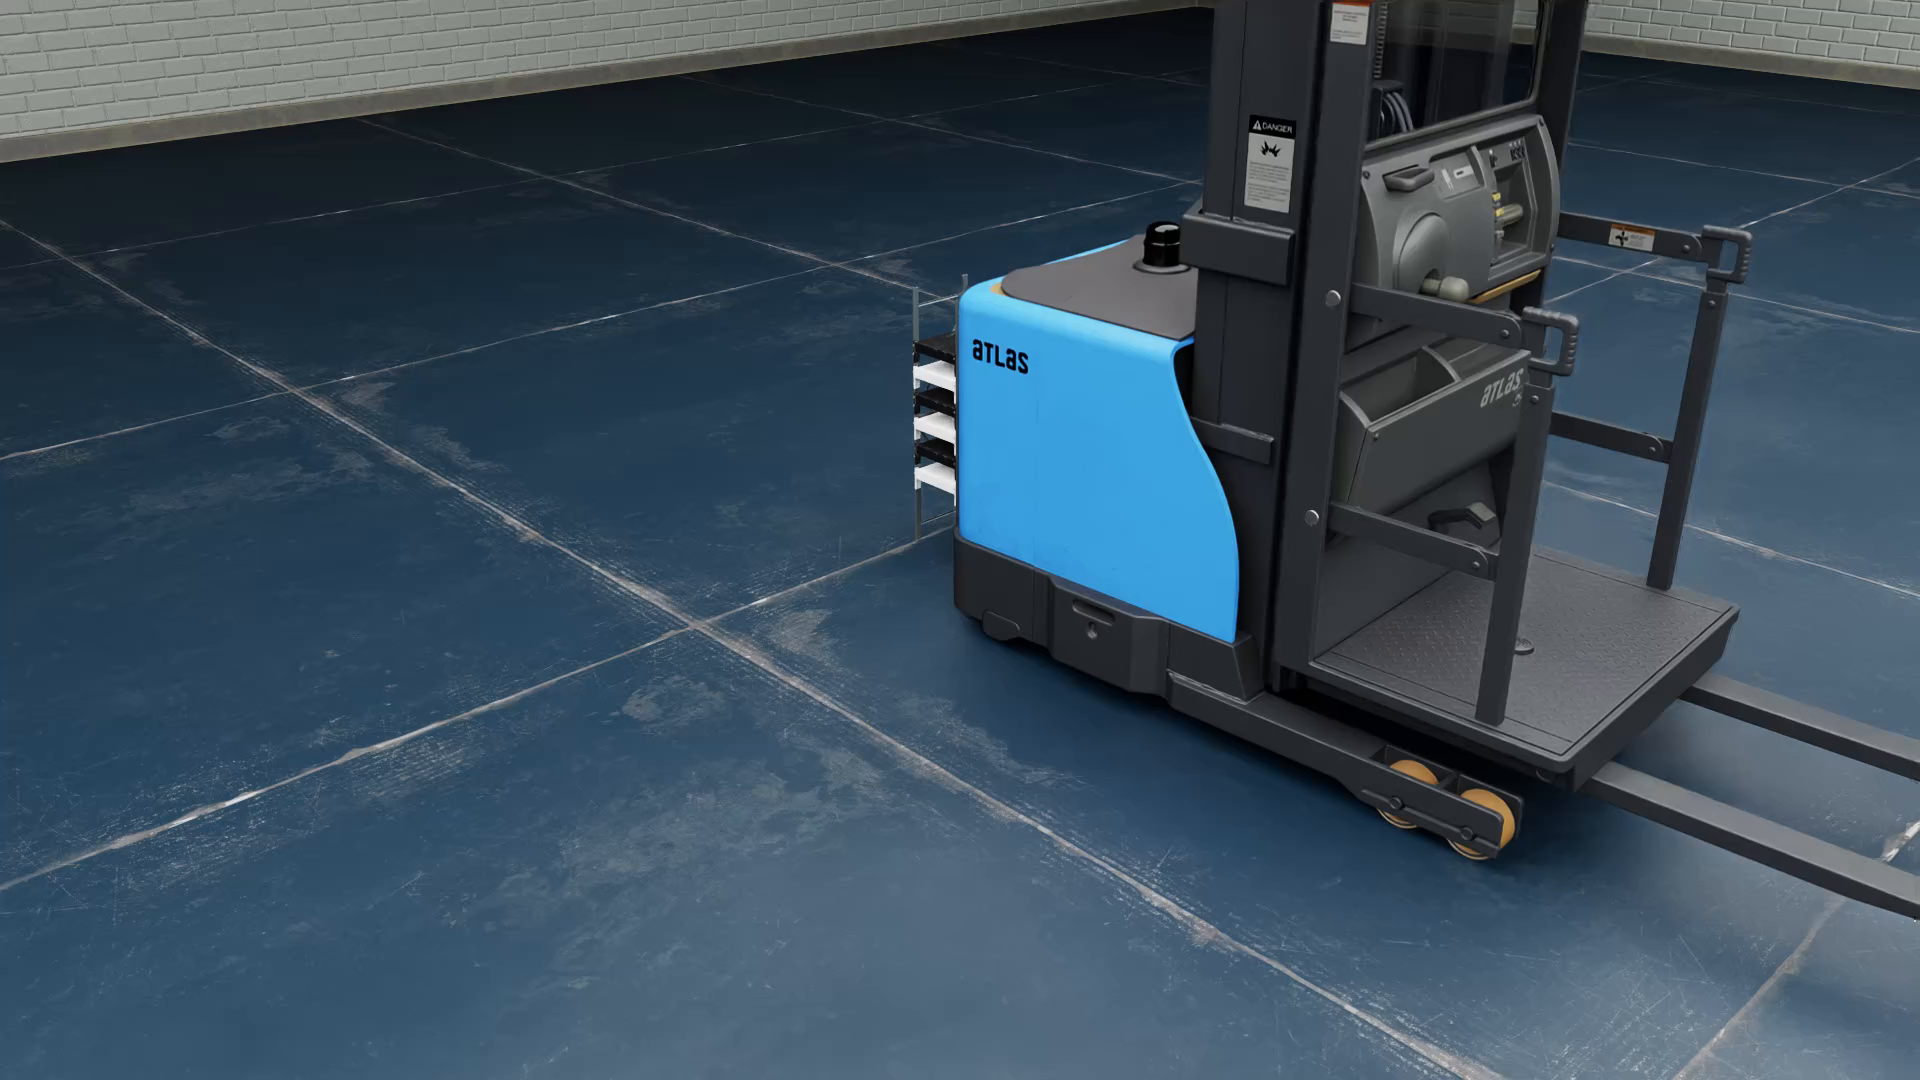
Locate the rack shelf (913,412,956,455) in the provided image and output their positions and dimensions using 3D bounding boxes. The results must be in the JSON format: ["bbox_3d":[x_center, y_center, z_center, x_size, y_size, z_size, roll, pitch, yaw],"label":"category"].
[{"bbox_3d":[0.006,-0.377,5.572,0.258,0.077,0.200,-21,32,-38],"label":"rack shelf"}]

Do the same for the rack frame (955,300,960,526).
[{"bbox_3d":[0.075,-0.376,5.490,0.240,0.900,0.006,-21,32,-38],"label":"rack frame"}]

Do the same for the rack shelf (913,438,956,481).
[{"bbox_3d":[0.006,-0.295,5.609,0.258,0.077,0.200,-21,32,-38],"label":"rack shelf"}]

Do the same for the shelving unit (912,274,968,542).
[{"bbox_3d":[0.006,-0.407,5.558,0.258,0.900,0.210,-21,32,-38],"label":"shelving unit"}]

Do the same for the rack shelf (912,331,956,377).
[{"bbox_3d":[0.006,-0.622,5.460,0.258,0.077,0.200,-21,32,-38],"label":"rack shelf"}]

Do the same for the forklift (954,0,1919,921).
[{"bbox_3d":[1.399,-0.802,3.976,3.031,2.935,1.130,21,32,39],"label":"forklift"}]

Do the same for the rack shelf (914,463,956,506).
[{"bbox_3d":[0.006,-0.213,5.646,0.258,0.077,0.200,-21,32,-38],"label":"rack shelf"}]

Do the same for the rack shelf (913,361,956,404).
[{"bbox_3d":[0.006,-0.540,5.497,0.258,0.077,0.200,-21,32,-38],"label":"rack shelf"}]

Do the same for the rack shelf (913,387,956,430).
[{"bbox_3d":[0.006,-0.459,5.534,0.258,0.077,0.200,-21,32,-38],"label":"rack shelf"}]

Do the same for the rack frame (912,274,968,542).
[{"bbox_3d":[-0.064,-0.438,5.625,0.240,0.900,0.006,-21,32,-38],"label":"rack frame"}]
